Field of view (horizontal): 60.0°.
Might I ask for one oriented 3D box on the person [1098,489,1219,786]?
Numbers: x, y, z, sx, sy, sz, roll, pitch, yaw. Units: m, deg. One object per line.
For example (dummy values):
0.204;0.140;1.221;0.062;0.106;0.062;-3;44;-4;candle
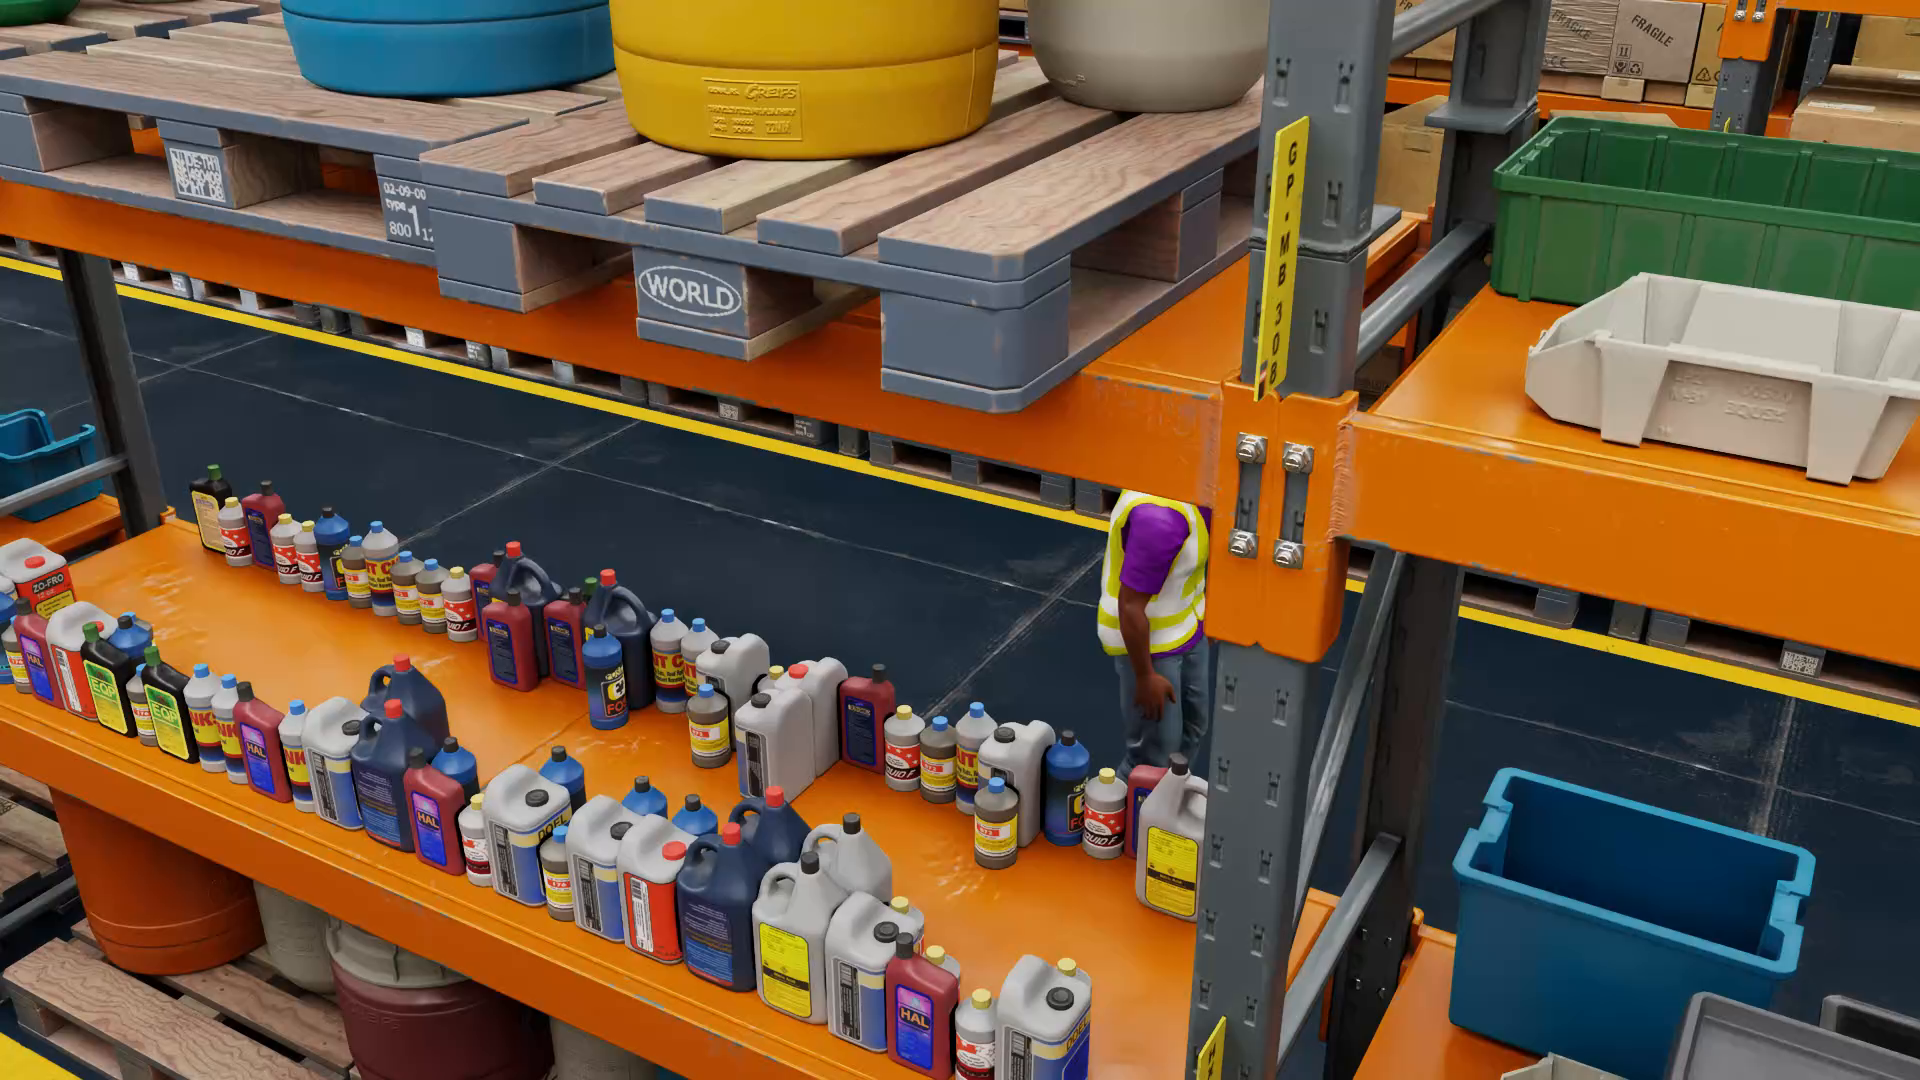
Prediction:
0.693;0.319;5.451;0.454;1.761;0.636;13;29;24;person
